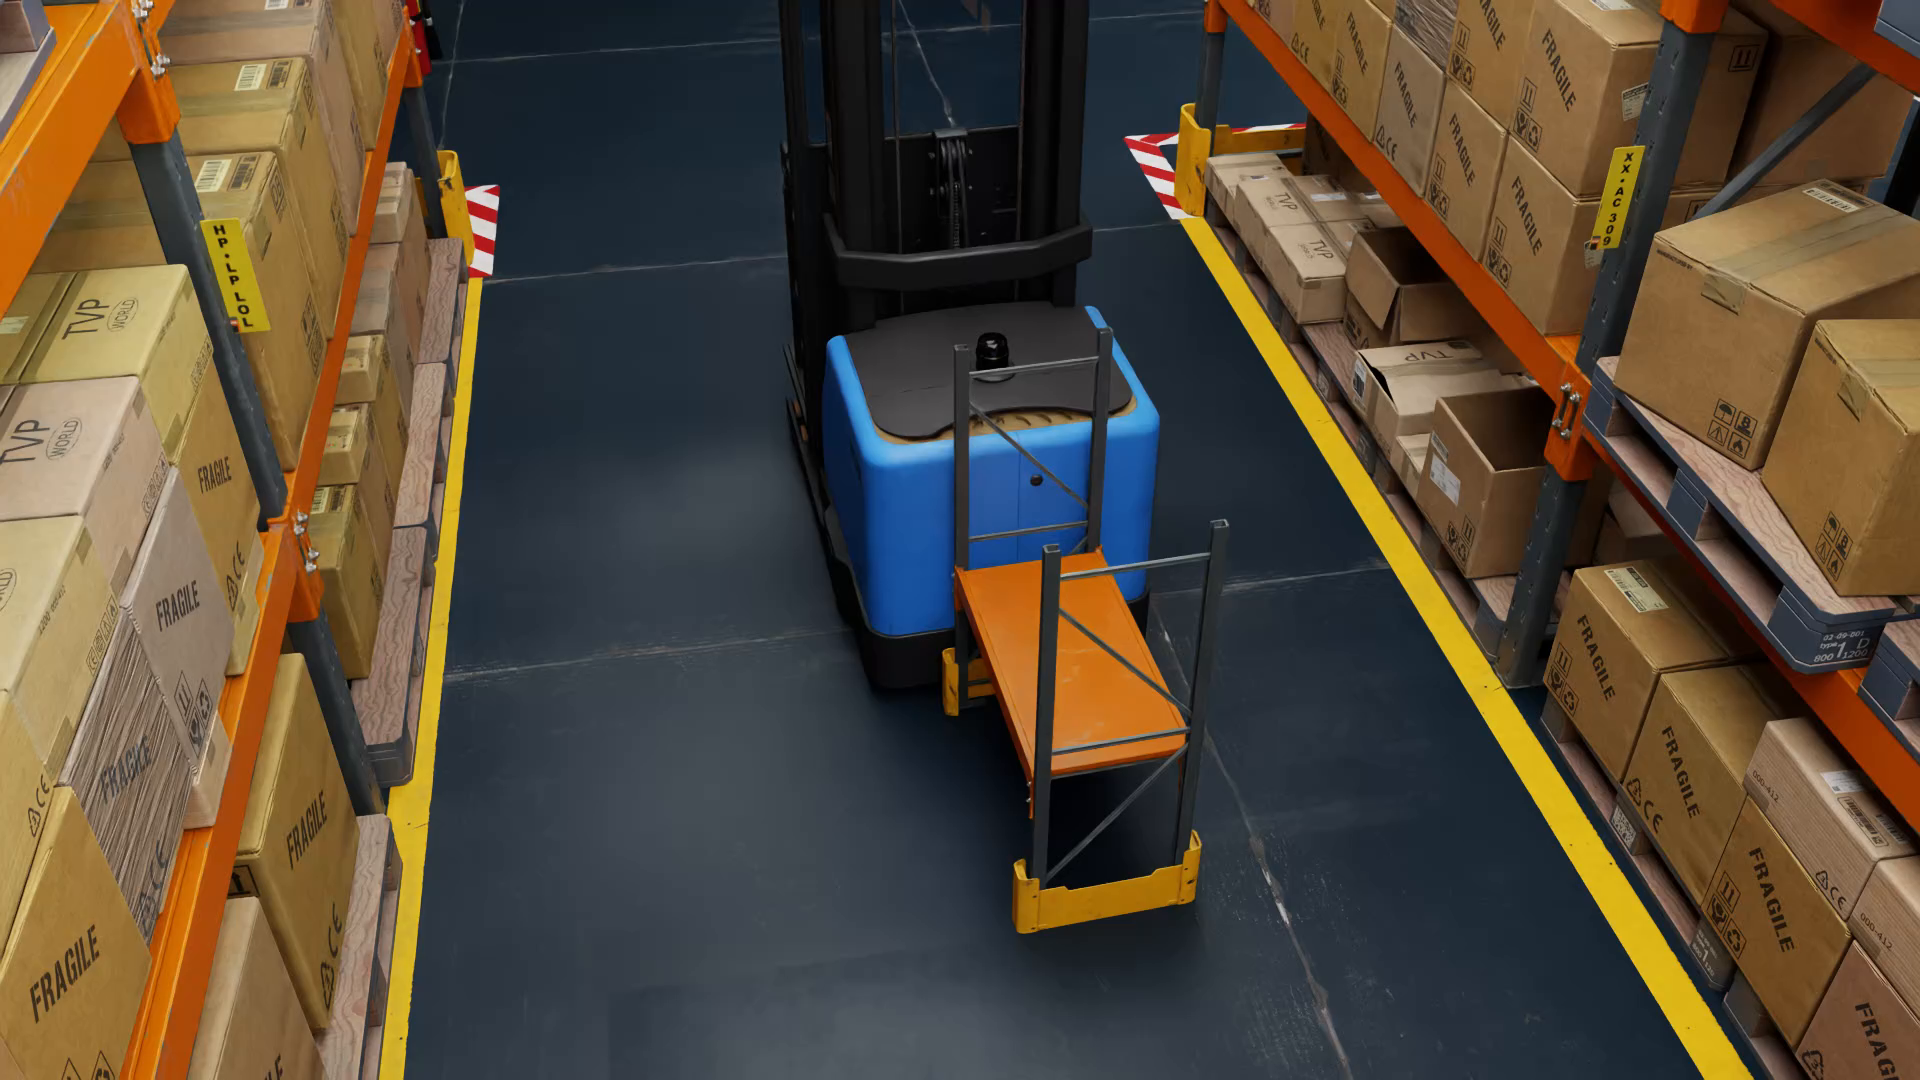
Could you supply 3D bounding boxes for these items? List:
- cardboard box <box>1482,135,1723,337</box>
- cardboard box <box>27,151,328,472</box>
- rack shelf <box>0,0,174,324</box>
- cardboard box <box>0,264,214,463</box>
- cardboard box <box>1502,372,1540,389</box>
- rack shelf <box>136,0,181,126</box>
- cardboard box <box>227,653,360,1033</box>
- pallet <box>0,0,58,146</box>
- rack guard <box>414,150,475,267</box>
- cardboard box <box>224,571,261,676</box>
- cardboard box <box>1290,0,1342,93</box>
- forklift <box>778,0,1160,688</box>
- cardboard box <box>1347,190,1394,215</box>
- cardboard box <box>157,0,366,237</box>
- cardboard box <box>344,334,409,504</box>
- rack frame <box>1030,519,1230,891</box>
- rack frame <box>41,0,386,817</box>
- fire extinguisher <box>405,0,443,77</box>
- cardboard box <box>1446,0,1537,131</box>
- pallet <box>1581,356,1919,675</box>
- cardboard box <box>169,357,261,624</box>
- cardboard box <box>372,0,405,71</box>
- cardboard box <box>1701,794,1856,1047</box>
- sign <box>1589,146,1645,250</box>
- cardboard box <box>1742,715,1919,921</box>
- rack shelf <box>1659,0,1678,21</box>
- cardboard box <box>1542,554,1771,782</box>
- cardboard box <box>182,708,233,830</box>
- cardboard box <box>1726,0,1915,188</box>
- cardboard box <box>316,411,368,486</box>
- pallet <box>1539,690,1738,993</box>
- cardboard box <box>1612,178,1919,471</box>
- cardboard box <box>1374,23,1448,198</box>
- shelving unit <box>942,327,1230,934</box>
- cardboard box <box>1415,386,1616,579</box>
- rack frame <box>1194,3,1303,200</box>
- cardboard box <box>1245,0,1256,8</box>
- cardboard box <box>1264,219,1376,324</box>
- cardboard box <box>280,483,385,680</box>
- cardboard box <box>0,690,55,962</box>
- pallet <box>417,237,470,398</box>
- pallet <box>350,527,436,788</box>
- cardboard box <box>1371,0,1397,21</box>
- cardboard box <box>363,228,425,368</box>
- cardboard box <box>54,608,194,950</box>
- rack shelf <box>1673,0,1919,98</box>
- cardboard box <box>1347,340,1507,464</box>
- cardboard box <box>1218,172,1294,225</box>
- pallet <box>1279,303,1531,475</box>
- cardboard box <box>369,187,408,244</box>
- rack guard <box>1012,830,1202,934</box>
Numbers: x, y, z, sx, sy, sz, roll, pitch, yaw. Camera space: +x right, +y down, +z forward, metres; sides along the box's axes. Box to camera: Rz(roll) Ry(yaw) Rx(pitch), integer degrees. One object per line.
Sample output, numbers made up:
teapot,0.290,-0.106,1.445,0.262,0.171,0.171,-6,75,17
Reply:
cardboard box,2.127,-1.039,5.561,0.500,0.500,0.500,-6,38,-7
cardboard box,-2.488,-0.638,4.882,0.980,0.700,0.700,-6,38,-7
rack shelf,-2.058,0.117,2.295,1.077,0.370,4.000,-6,38,-8
cardboard box,-2.075,-0.397,3.864,0.500,0.250,0.500,-5,38,-7
cardboard box,2.445,-0.578,7.000,0.380,0.166,0.250,-6,38,-8
rack shelf,-2.760,-2.299,5.405,1.077,0.370,4.000,-6,38,-8
cardboard box,-2.167,0.872,4.593,0.750,0.750,0.750,-6,38,-7
pallet,-2.200,-0.751,2.982,0.805,0.209,1.217,-8,39,-10
rack guard,-3.114,-1.634,8.445,1.175,0.500,0.348,-6,38,-8
cardboard box,-2.003,0.225,4.204,0.380,0.149,0.250,-6,38,-7
cardboard box,1.765,-2.270,7.145,0.500,0.500,0.500,-6,38,-8
forklift,-0.142,-1.533,6.335,1.130,2.935,3.031,-8,39,-10
cardboard box,2.086,-1.640,8.367,0.380,0.166,0.250,-6,38,-8
cardboard box,-2.748,-1.518,6.014,0.980,0.700,0.700,-8,39,-10
cardboard box,-2.612,-0.446,6.574,0.700,0.500,0.500,-5,38,-7
rack frame,0.460,0.581,4.779,0.500,1.500,0.032,-8,39,-10
rack frame,-2.409,-0.190,4.550,1.000,3.000,0.127,-6,38,-8
fire extinguisher,-2.682,-2.569,7.979,0.296,0.674,0.183,-6,38,-8
cardboard box,2.031,-1.746,5.656,0.500,0.500,0.500,-7,38,-9
pallet,2.500,-0.155,4.661,1.003,0.211,1.213,-6,38,-8
cardboard box,-2.080,-0.103,4.098,0.500,0.500,0.500,-7,38,-9
cardboard box,-3.011,-2.418,7.172,0.980,0.700,0.700,-5,38,-6
cardboard box,2.497,1.030,4.658,0.500,0.500,0.500,-6,38,-7
sign,1.935,-1.004,4.892,0.100,0.325,0.005,-6,38,-8
cardboard box,2.488,0.714,4.453,0.500,0.250,0.500,-6,38,-8
rack shelf,2.117,-2.834,6.094,1.077,0.370,4.000,-6,38,-8
cardboard box,2.312,0.407,5.461,0.500,0.500,0.500,-8,39,-10
cardboard box,-1.898,0.539,3.799,0.380,0.149,0.250,-6,38,-8
cardboard box,2.662,-1.474,5.306,0.500,0.500,0.500,-5,38,-7
cardboard box,-2.319,-0.314,5.876,0.380,0.149,0.250,-5,38,-6
pallet,2.647,0.863,5.467,1.003,0.211,1.213,-6,38,-8
cardboard box,2.330,-0.620,4.680,0.700,0.500,0.500,-19,42,-23
cardboard box,1.943,-1.660,6.361,0.500,0.500,0.500,-5,38,-7
shelving unit,0.342,0.272,5.177,0.587,1.500,1.083,-8,39,-10
cardboard box,2.088,-0.225,6.274,0.500,0.500,0.500,-6,38,-8
rack frame,1.766,-3.141,8.348,1.000,3.000,0.127,-6,38,-8
cardboard box,1.584,-2.884,7.936,0.500,0.500,0.500,-5,38,-7
cardboard box,1.757,-1.266,7.817,0.500,0.250,0.500,-6,38,-8
cardboard box,-2.439,0.168,5.783,0.700,0.500,0.500,-6,38,-7
cardboard box,-1.816,0.529,2.672,0.500,0.250,0.500,-7,38,-9
pallet,-2.893,-1.030,7.904,1.003,0.211,1.213,-6,38,-8
pallet,-2.465,0.443,6.007,1.003,0.211,1.213,-6,38,-8
cardboard box,1.856,-2.355,6.440,0.500,0.500,0.500,-7,38,-8
cardboard box,-2.801,-1.071,7.378,0.700,0.500,0.500,-6,38,-8
cardboard box,-1.901,0.508,3.311,0.500,0.500,0.500,-6,38,-8
rack shelf,2.818,-0.418,2.984,1.077,0.370,4.000,-6,38,-8
cardboard box,1.957,-0.604,6.915,0.500,0.311,0.500,-6,38,-8
cardboard box,1.545,-1.755,8.515,0.380,0.166,0.250,-6,38,-8
pallet,2.131,-0.777,7.579,1.003,0.211,1.213,-6,38,-8
cardboard box,-2.642,-1.417,7.295,0.380,0.149,0.250,-5,38,-7
rack guard,0.455,1.063,5.178,0.587,0.250,0.087,-8,39,-10
